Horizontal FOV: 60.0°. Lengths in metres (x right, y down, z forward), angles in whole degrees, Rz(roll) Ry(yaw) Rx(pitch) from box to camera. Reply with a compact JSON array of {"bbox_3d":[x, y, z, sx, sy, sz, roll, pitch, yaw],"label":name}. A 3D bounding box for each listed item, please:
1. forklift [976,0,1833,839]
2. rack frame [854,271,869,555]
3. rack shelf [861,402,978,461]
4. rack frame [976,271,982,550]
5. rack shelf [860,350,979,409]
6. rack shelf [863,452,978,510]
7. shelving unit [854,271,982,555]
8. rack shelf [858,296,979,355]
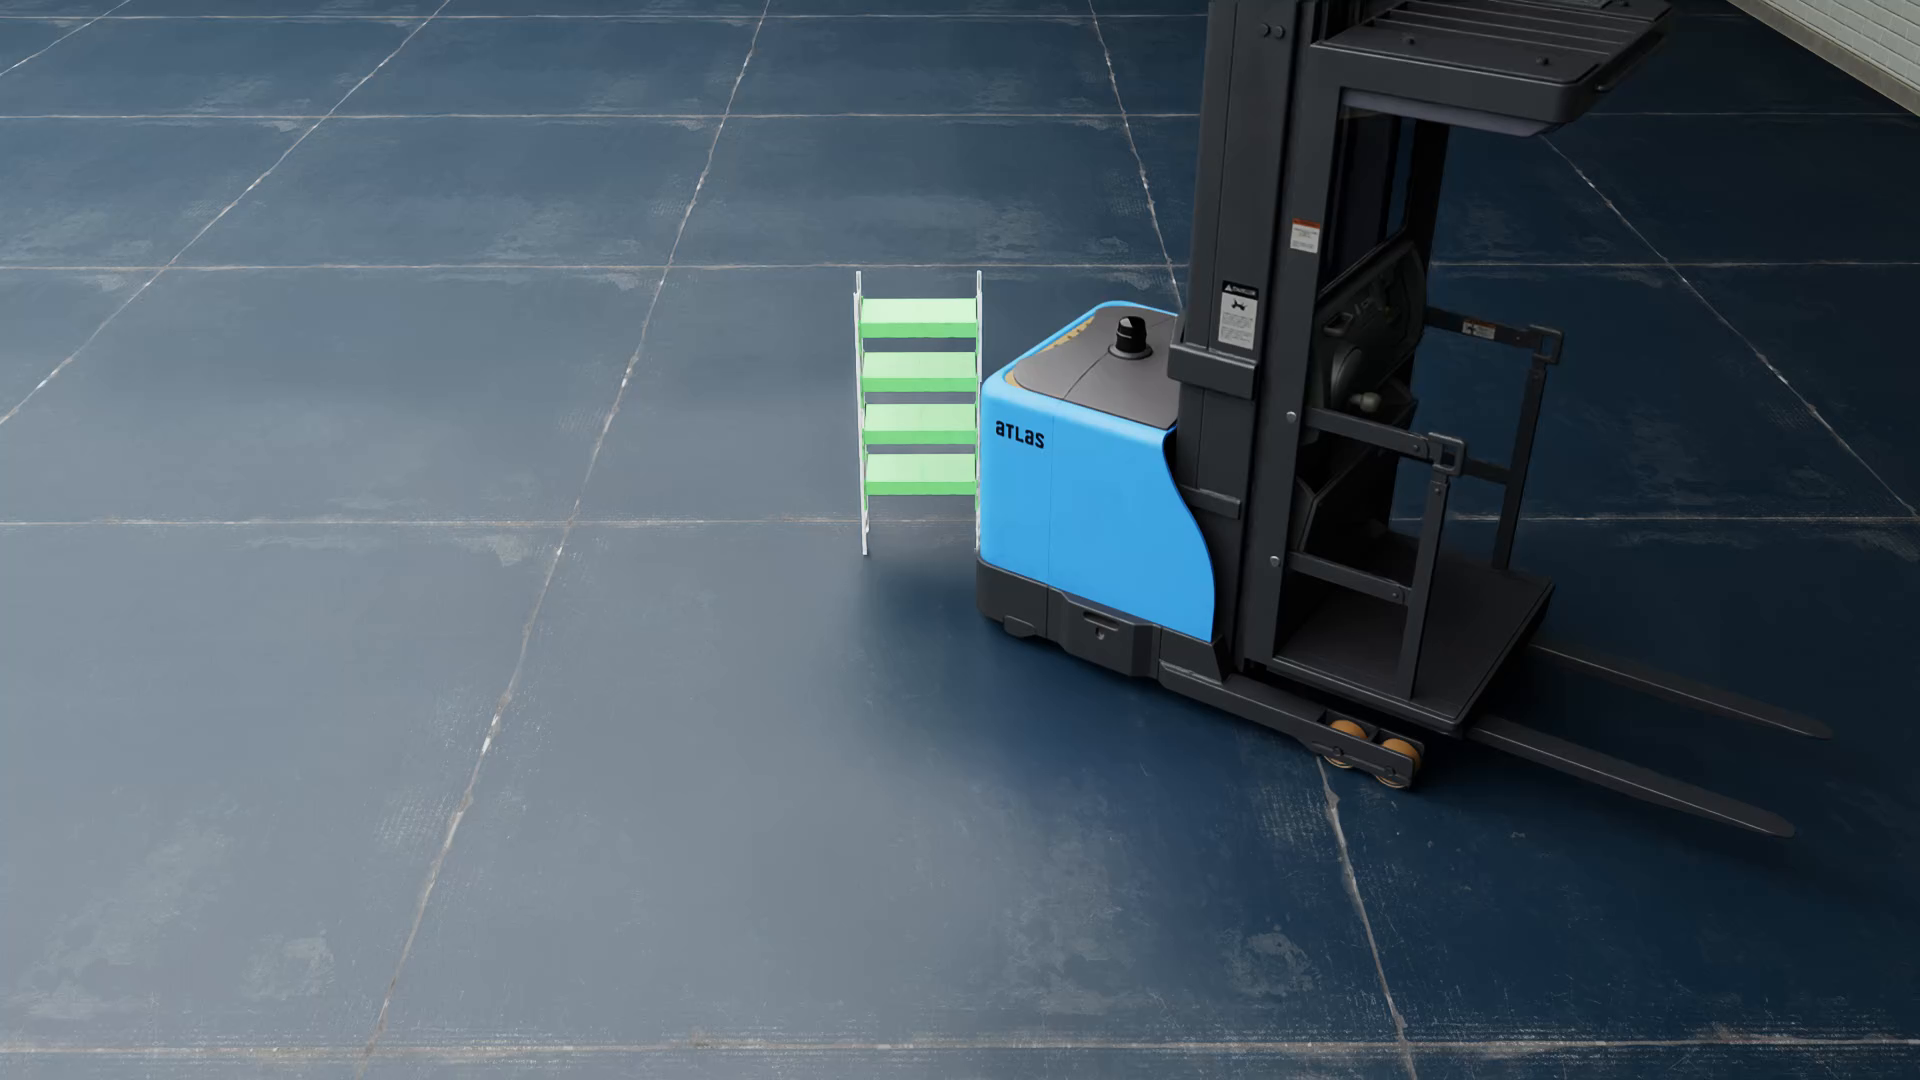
[{"bbox_3d":[1.571,-0.702,5.581,3.031,2.935,1.130,19,36,29],"label":"forklift"},{"bbox_3d":[-0.410,-0.512,6.937,0.015,1.200,0.240,0,31,0],"label":"rack frame"},{"bbox_3d":[-0.166,-0.458,6.971,0.480,0.148,0.258,0,31,0],"label":"rack shelf"},{"bbox_3d":[0.078,-0.513,6.939,0.015,1.200,0.240,0,31,0],"label":"rack frame"},{"bbox_3d":[-0.166,-0.663,6.847,0.480,0.148,0.258,0,31,0],"label":"rack shelf"},{"bbox_3d":[-0.166,-0.253,7.096,0.480,0.148,0.258,0,31,0],"label":"rack shelf"},{"bbox_3d":[-0.166,-0.512,6.938,0.503,1.200,0.258,0,31,0],"label":"shelving unit"},{"bbox_3d":[-0.166,-0.868,6.722,0.480,0.148,0.258,0,31,0],"label":"rack shelf"}]
